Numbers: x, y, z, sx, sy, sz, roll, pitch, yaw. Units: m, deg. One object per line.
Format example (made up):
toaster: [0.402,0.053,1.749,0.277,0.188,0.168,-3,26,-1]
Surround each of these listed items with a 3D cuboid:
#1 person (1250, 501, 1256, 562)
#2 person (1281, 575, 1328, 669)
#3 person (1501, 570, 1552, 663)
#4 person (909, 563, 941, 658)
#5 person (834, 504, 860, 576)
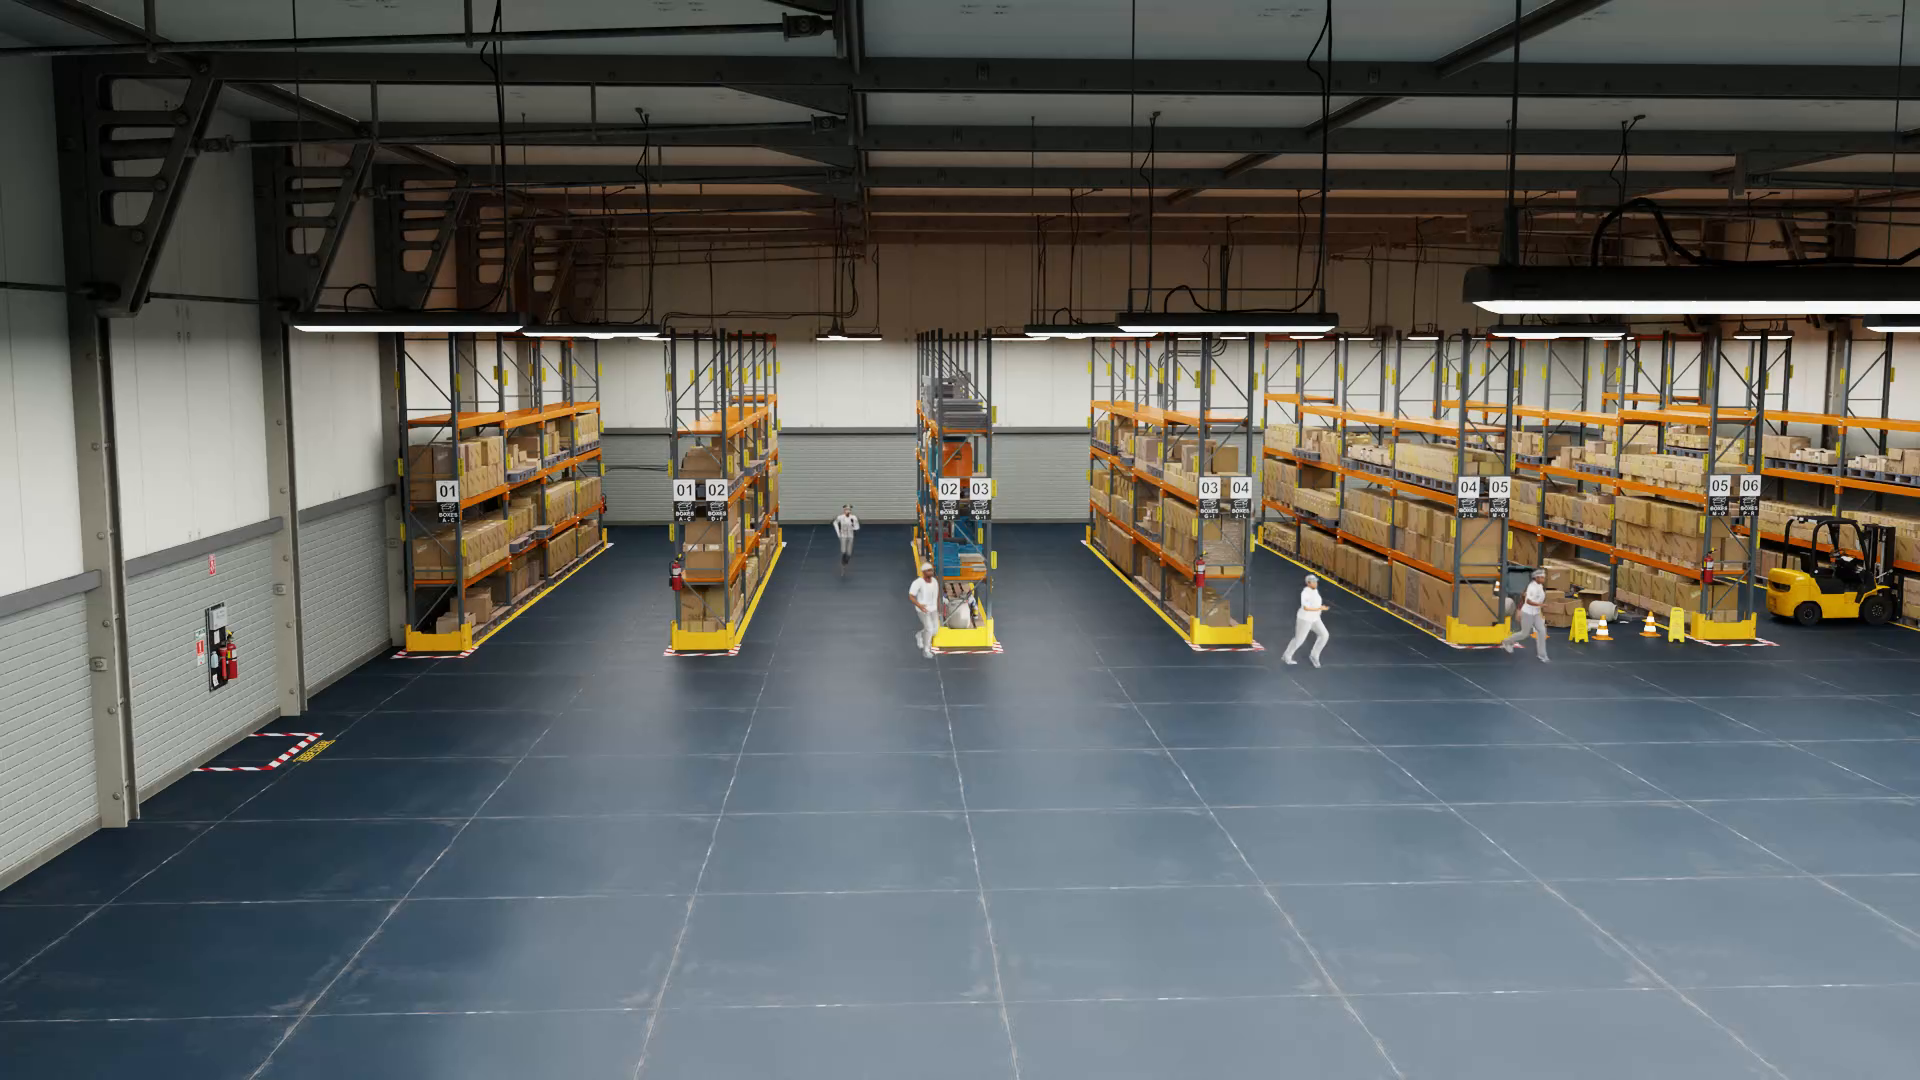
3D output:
person: [7.543,-0.364,44.092,0.624,1.822,0.897,0,7,0]
person: [6.166,1.440,29.458,0.858,1.688,0.611,6,9,41]
person: [10.335,1.359,30.225,0.948,1.702,0.610,6,9,39]
person: [-0.652,1.274,30.591,0.731,1.727,0.612,-6,9,-44]
person: [-2.729,-0.016,40.258,0.599,1.737,0.716,-1,7,-12]
